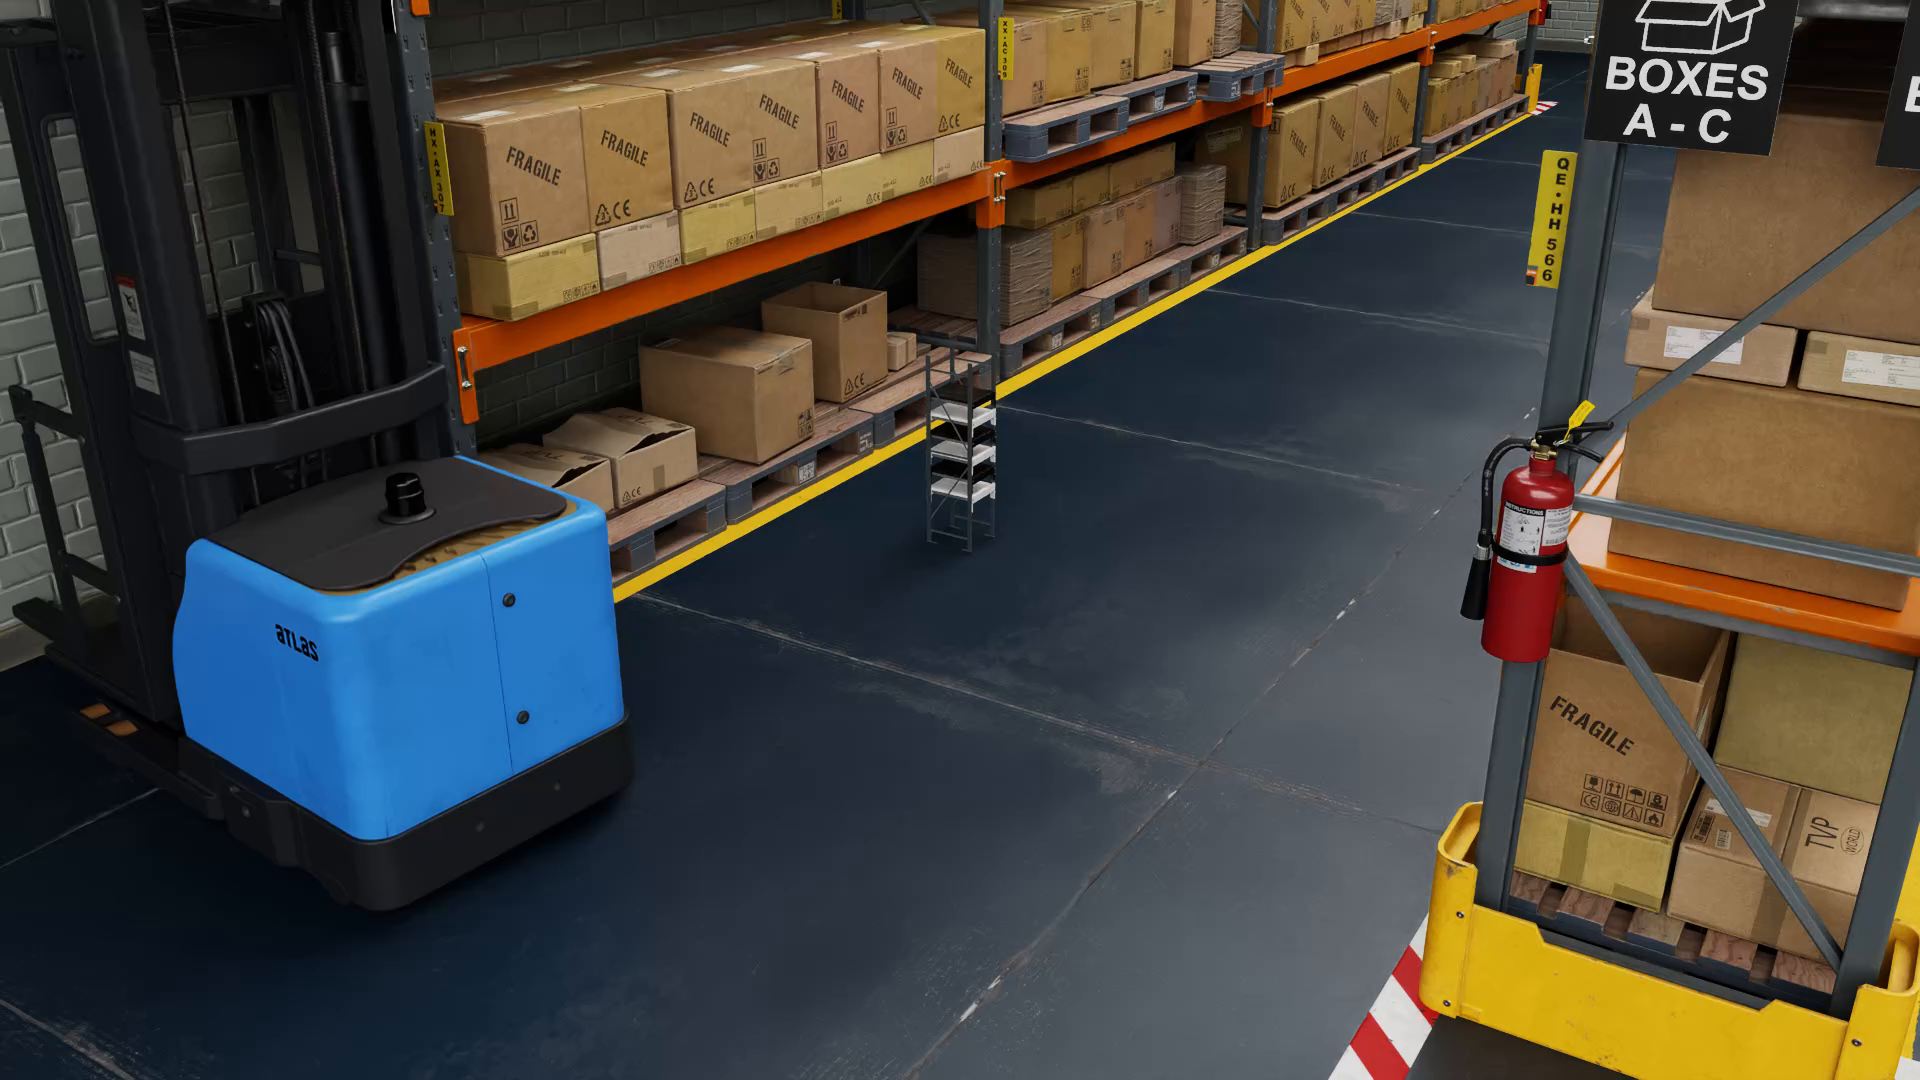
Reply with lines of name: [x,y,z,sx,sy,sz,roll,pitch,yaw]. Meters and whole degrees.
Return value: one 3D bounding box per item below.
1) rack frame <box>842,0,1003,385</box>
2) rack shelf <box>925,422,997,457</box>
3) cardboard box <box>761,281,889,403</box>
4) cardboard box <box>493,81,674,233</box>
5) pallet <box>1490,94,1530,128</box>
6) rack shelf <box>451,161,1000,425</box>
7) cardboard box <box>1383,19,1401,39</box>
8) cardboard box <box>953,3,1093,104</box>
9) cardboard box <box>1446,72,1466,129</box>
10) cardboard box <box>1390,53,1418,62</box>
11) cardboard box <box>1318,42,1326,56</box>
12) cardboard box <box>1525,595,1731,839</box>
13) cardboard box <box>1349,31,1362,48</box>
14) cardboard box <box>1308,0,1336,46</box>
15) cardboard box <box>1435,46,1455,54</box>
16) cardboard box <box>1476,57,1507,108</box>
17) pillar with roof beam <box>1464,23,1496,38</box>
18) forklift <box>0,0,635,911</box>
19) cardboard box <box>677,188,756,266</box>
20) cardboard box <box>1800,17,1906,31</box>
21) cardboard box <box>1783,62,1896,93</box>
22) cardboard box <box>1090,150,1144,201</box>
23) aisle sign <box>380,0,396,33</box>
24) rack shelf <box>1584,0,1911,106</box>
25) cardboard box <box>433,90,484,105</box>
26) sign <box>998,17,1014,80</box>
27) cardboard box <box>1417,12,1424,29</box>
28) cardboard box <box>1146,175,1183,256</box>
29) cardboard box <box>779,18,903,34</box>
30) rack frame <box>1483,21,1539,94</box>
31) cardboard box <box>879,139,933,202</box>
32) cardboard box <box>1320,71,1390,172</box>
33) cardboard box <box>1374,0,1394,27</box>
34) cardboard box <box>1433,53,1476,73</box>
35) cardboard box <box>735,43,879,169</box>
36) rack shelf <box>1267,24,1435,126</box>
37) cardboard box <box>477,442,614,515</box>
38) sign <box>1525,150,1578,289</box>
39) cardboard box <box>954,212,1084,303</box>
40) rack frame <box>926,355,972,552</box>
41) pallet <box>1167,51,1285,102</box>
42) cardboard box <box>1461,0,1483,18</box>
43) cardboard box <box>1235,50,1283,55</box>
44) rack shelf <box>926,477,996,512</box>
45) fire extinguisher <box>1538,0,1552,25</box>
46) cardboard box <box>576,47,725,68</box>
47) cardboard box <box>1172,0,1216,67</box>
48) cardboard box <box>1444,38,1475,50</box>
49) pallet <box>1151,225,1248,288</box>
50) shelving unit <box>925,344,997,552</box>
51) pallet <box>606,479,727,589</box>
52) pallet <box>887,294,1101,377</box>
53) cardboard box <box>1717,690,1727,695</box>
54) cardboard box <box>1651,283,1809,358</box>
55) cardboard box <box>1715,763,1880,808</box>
rack frame: [-0.219,-2.394,9.505,1.000,3.000,0.127,14,27,29]
rack shelf: [0.004,-0.468,7.555,0.258,0.077,0.200,14,27,29]
cardboard box: [-0.732,-1.090,9.085,0.500,0.500,0.500,12,26,25]
cardboard box: [-1.552,-1.591,6.870,0.500,0.500,0.500,14,27,29]
pallet: [5.756,-4.878,18.753,1.003,0.211,1.213,14,27,29]
rack shelf: [-1.274,-1.389,8.088,1.077,0.370,4.000,14,27,29]
cardboard box: [3.686,-4.545,14.764,0.380,0.149,0.250,14,27,29]
cardboard box: [0.380,-2.994,10.210,0.700,0.500,0.500,17,29,34]
cardboard box: [4.751,-4.540,17.078,0.700,0.500,0.500,14,27,28]
cardboard box: [4.652,-4.928,17.160,0.380,0.149,0.250,13,27,27]
cardboard box: [2.772,-4.056,13.634,0.380,0.149,0.250,15,27,30]
cardboard box: [1.912,0.474,4.867,0.500,0.500,0.500,14,27,29]
cardboard box: [3.206,-4.308,14.216,0.380,0.149,0.250,15,27,31]
cardboard box: [2.649,-4.221,13.199,0.500,0.500,0.500,15,28,31]
cardboard box: [5.056,-5.186,17.755,0.380,0.149,0.250,14,27,29]
cardboard box: [5.563,-5.064,18.289,0.700,0.500,0.500,14,27,29]
pillar with roof beam: [10.458,-9.388,18.108,9.100,9.000,0.400,14,27,29]
forklift: [-2.585,-0.685,5.643,3.031,2.935,1.130,18,29,35]
cardboard box: [-1.266,-1.432,7.445,0.500,0.250,0.500,13,27,28]
cardboard box: [3.233,-1.508,5.698,0.700,0.500,0.500,14,27,29]
cardboard box: [2.440,-1.000,4.525,0.700,0.500,0.500,13,27,28]
cardboard box: [0.935,-2.535,11.479,0.500,0.250,0.500,14,27,29]
aisle sign: [-2.112,-2.150,5.668,0.394,0.787,0.004,14,27,29]
rack shelf: [2.937,-1.729,5.097,1.077,0.370,4.000,14,27,29]
cardboard box: [-2.260,-1.532,6.733,0.500,0.500,0.500,14,27,28]
sign: [0.246,-2.680,9.076,0.100,0.325,0.005,14,27,29]
cardboard box: [4.064,-4.815,15.387,0.380,0.149,0.250,14,27,29]
cardboard box: [1.185,-2.396,12.101,0.700,0.500,0.500,14,27,29]
cardboard box: [-0.644,-2.564,9.116,0.500,0.500,0.500,13,27,28]
rack frame: [6.111,-6.444,18.860,1.000,3.000,0.127,14,27,29]
cardboard box: [-0.481,-1.945,8.630,0.500,0.250,0.500,14,27,29]
cardboard box: [3.303,-3.753,14.821,0.750,0.750,0.750,15,27,31]
cardboard box: [3.439,-4.735,14.387,0.500,0.500,0.500,14,27,29]
cardboard box: [5.094,-4.922,17.145,0.380,0.149,0.250,13,27,27]
cardboard box: [-0.738,-2.117,8.084,0.500,0.500,0.500,13,27,27]
rack shelf: [2.946,-4.089,14.325,1.077,0.370,4.000,14,27,29]
cardboard box: [-1.887,-0.227,7.329,0.500,0.311,0.500,11,26,23]
sign: [1.428,-0.766,3.987,0.100,0.325,0.005,14,27,29]
cardboard box: [0.385,-1.886,10.923,0.700,0.500,0.500,13,27,28]
rack frame: [-0.049,-0.381,7.498,0.240,0.900,0.006,14,27,29]
pallet: [1.606,-3.393,12.054,1.213,0.211,1.003,14,27,29]
cardboard box: [4.691,-5.657,16.664,0.980,0.700,0.700,13,27,28]
cardboard box: [2.262,-3.701,12.814,0.380,0.149,0.250,13,27,28]
rack shelf: [0.004,-0.220,7.662,0.258,0.077,0.200,14,27,29]
fire extinguisher: [6.583,-6.192,18.844,0.296,0.674,0.183,14,27,29]
cardboard box: [-1.452,-2.045,7.919,0.500,0.500,0.500,14,27,30]
cardboard box: [1.380,-3.637,11.696,0.700,0.500,0.500,11,26,24]
cardboard box: [5.457,-5.443,18.349,0.380,0.149,0.250,14,27,29]
pallet: [1.478,-2.201,12.569,1.003,0.211,1.213,14,27,29]
shelving unit: [0.004,-0.416,7.578,0.258,0.900,0.210,14,27,29]
pallet: [-1.830,-0.057,7.616,1.003,0.211,1.213,14,27,29]
pallet: [0.191,-1.378,10.666,1.003,0.211,1.213,14,27,29]
cardboard box: [2.430,0.479,5.801,0.500,0.250,0.500,14,27,29]
cardboard box: [2.058,-0.608,4.437,0.380,0.149,0.250,15,27,30]
cardboard box: [2.614,0.758,5.156,0.500,0.250,0.500,14,27,29]
